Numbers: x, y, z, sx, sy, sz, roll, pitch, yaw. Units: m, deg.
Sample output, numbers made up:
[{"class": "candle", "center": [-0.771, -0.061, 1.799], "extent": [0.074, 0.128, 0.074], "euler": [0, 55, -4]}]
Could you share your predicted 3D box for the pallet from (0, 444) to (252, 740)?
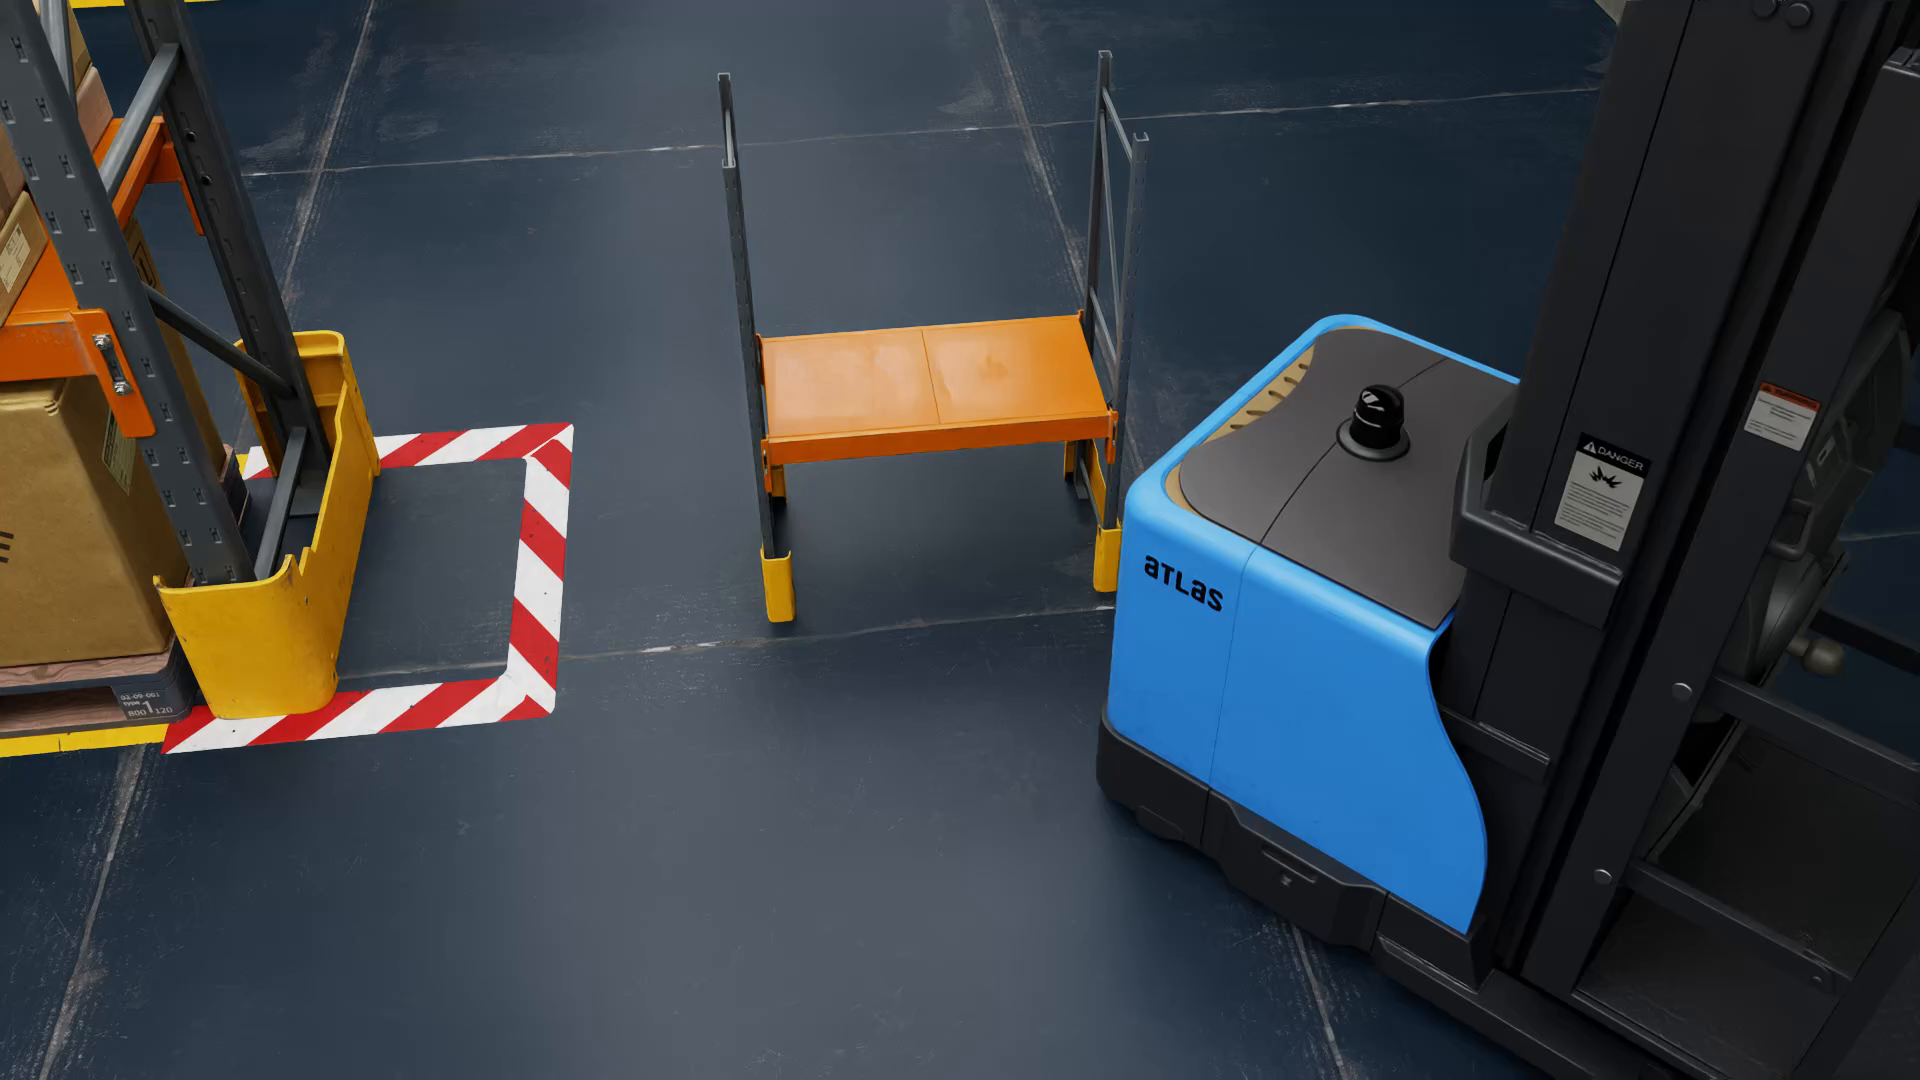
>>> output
[{"class": "pallet", "center": [-2.834, 0.155, 4.921], "extent": [1.213, 0.211, 1.003], "euler": [-5, 42, -6]}]

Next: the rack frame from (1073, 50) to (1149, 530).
[{"class": "rack frame", "center": [0.419, -0.594, 4.788], "extent": [0.032, 1.500, 0.500], "euler": [-5, 42, -6]}]

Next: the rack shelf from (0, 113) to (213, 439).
[{"class": "rack shelf", "center": [-4.034, -0.561, 4.170], "extent": [4.000, 0.370, 1.077], "euler": [-5, 42, -6]}]

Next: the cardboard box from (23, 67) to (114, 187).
[{"class": "cardboard box", "center": [-2.446, -1.097, 4.414], "extent": [0.250, 0.149, 0.380], "euler": [-5, 42, -5]}]

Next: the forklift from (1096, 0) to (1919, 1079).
[{"class": "forklift", "center": [1.825, -0.030, 3.095], "extent": [3.031, 2.935, 1.130], "euler": [29, 49, 28]}]

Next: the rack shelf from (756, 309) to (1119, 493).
[{"class": "rack shelf", "center": [-0.085, -0.416, 4.860], "extent": [1.000, 0.185, 0.538], "euler": [-5, 42, -6]}]

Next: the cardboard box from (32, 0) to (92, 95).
[{"class": "cardboard box", "center": [-2.562, -1.194, 4.224], "extent": [0.500, 0.250, 0.500], "euler": [-6, 42, -7]}]

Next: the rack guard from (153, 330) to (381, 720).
[{"class": "rack guard", "center": [-2.027, -0.076, 4.961], "extent": [0.348, 0.500, 1.175], "euler": [-5, 42, -6]}]

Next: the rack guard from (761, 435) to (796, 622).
[{"class": "rack guard", "center": [-0.569, -0.043, 5.111], "extent": [0.087, 0.250, 0.587], "euler": [-5, 42, -6]}]

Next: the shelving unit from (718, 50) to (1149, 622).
[{"class": "shelving unit", "center": [-0.076, -0.550, 4.740], "extent": [1.083, 1.500, 0.587], "euler": [-5, 42, -6]}]

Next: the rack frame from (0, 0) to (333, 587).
[{"class": "rack frame", "center": [-2.051, -1.002, 4.121], "extent": [0.127, 3.000, 1.000], "euler": [-5, 42, -6]}]

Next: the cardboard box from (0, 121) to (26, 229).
[{"class": "cardboard box", "center": [-2.497, -0.838, 3.830], "extent": [0.500, 0.250, 0.500], "euler": [-6, 42, -6]}]

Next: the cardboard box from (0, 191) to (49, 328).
[{"class": "cardboard box", "center": [-2.362, -0.659, 3.929], "extent": [0.250, 0.149, 0.380], "euler": [-4, 42, -5]}]

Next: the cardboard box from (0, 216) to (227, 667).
[{"class": "cardboard box", "center": [-2.675, -0.260, 4.572], "extent": [0.875, 0.875, 0.875], "euler": [-5, 42, -6]}]

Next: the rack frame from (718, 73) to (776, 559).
[{"class": "rack frame", "center": [-0.589, -0.505, 4.691], "extent": [0.032, 1.500, 0.500], "euler": [-5, 42, -6]}]

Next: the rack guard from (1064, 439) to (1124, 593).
[{"class": "rack guard", "center": [0.418, -0.129, 5.207], "extent": [0.087, 0.250, 0.587], "euler": [-5, 42, -6]}]
